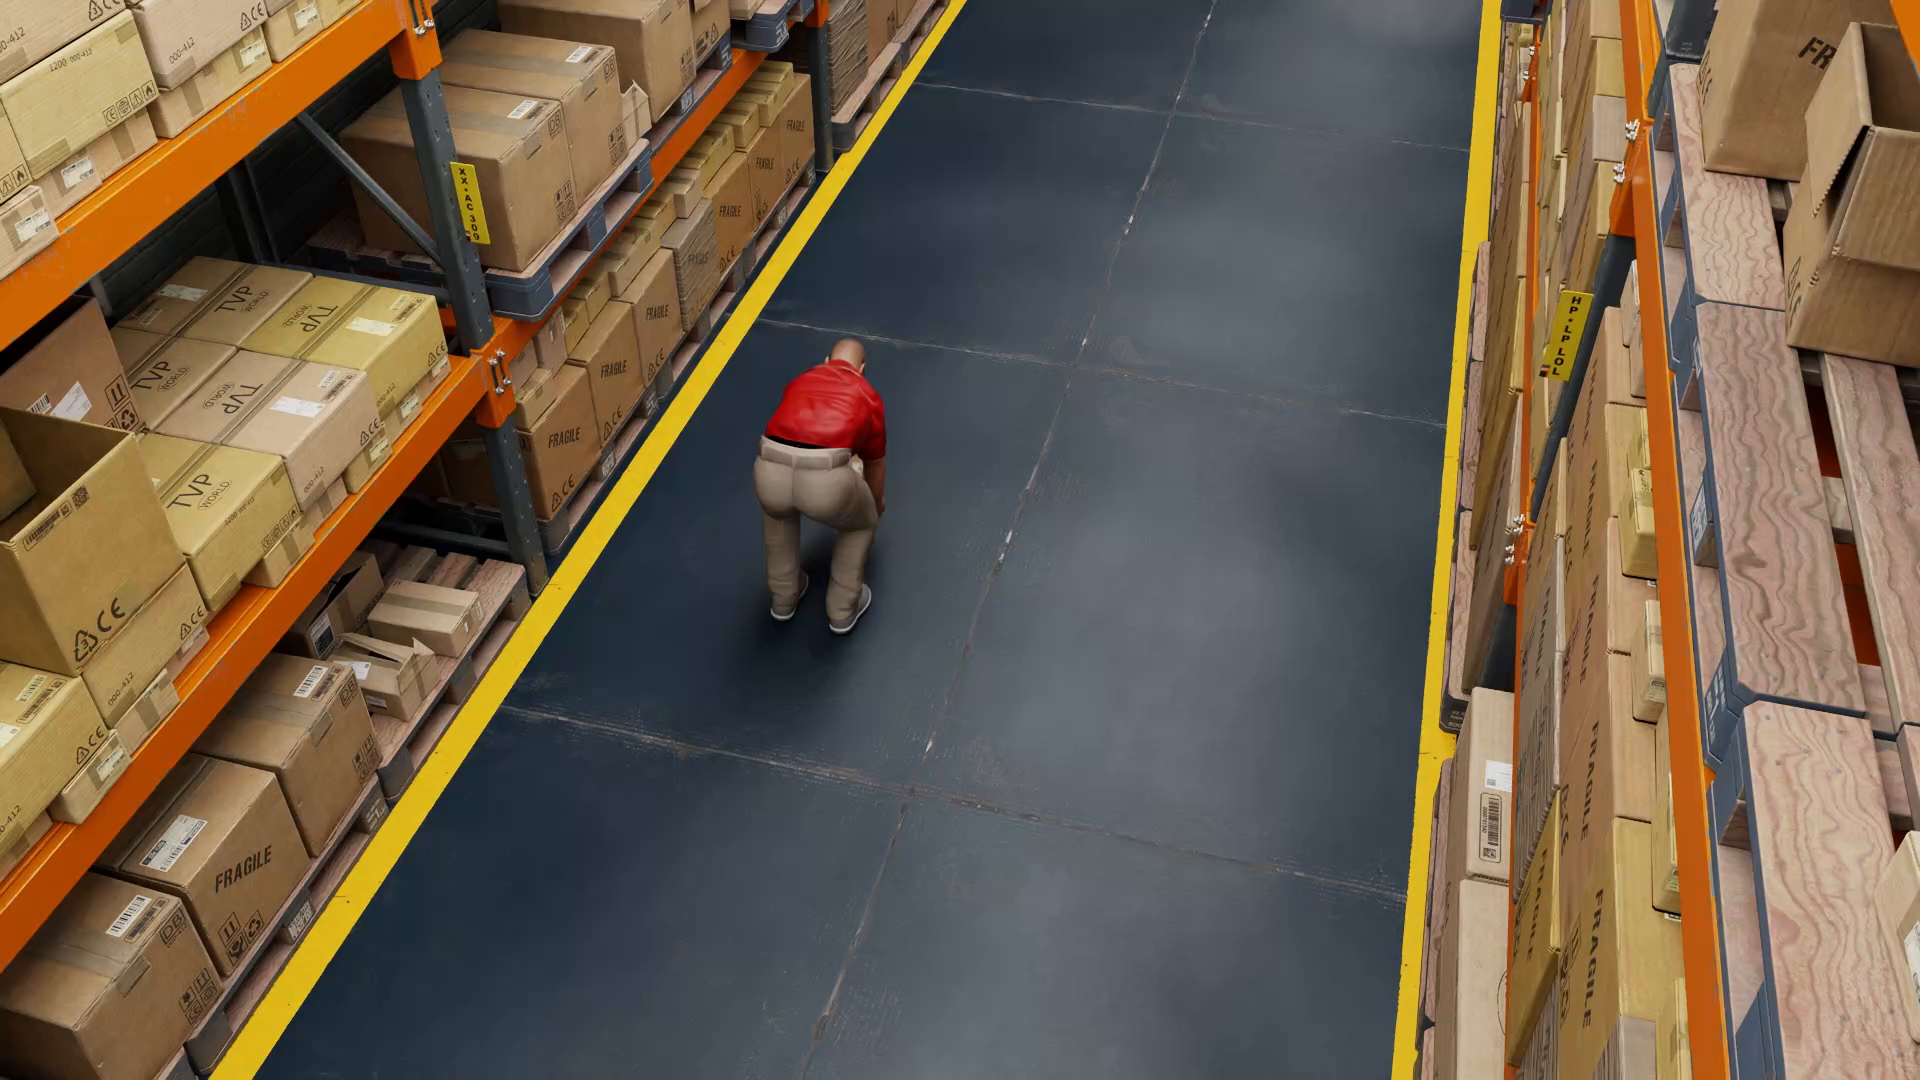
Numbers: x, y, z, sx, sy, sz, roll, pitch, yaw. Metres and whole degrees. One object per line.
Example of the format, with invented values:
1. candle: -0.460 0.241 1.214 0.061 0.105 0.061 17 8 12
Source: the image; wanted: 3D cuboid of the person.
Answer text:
1. person: -0.568 -0.240 7.138 0.509 1.049 0.963 8 41 10
